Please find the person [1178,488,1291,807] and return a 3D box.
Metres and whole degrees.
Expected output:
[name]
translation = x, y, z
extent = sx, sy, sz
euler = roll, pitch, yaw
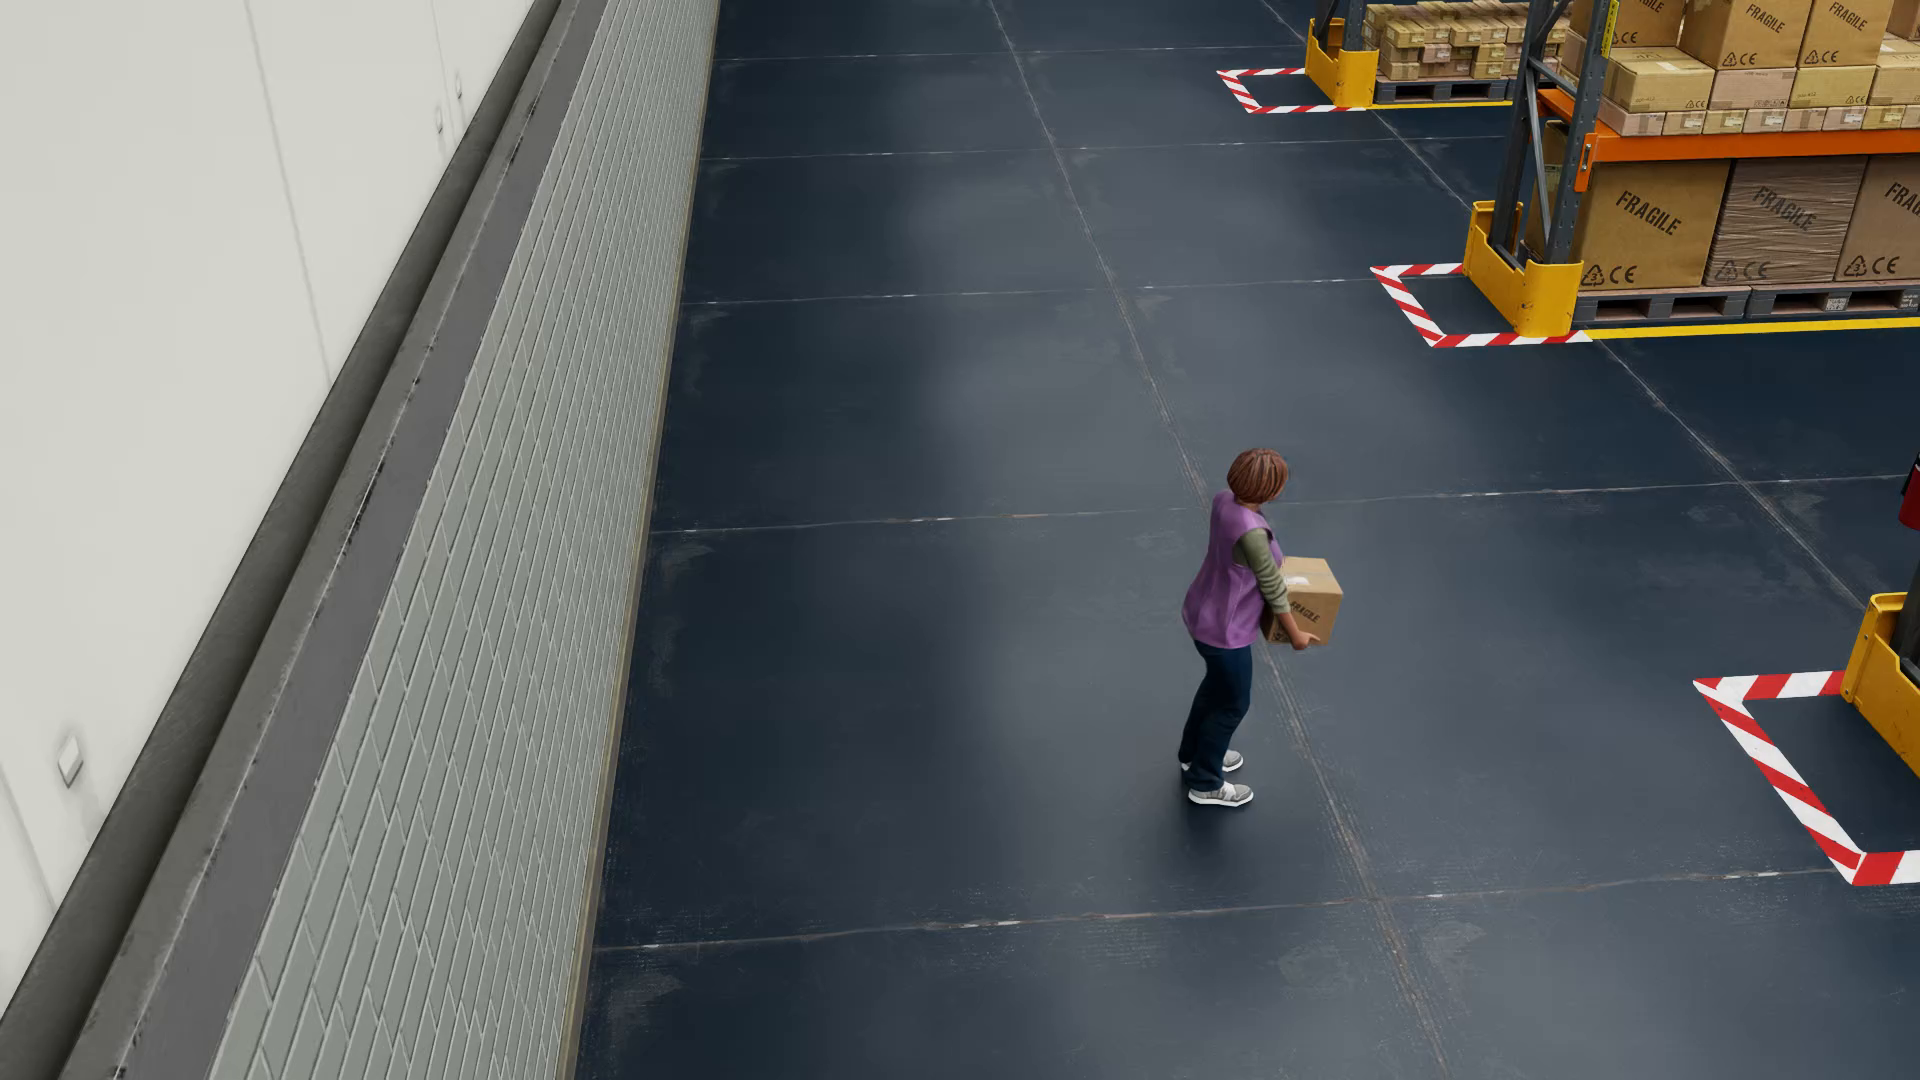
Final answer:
[person]
translation = 2.947, 2.142, 2.129
extent = 3.070, 3.199, 10.212
euler = -3, 32, -5
